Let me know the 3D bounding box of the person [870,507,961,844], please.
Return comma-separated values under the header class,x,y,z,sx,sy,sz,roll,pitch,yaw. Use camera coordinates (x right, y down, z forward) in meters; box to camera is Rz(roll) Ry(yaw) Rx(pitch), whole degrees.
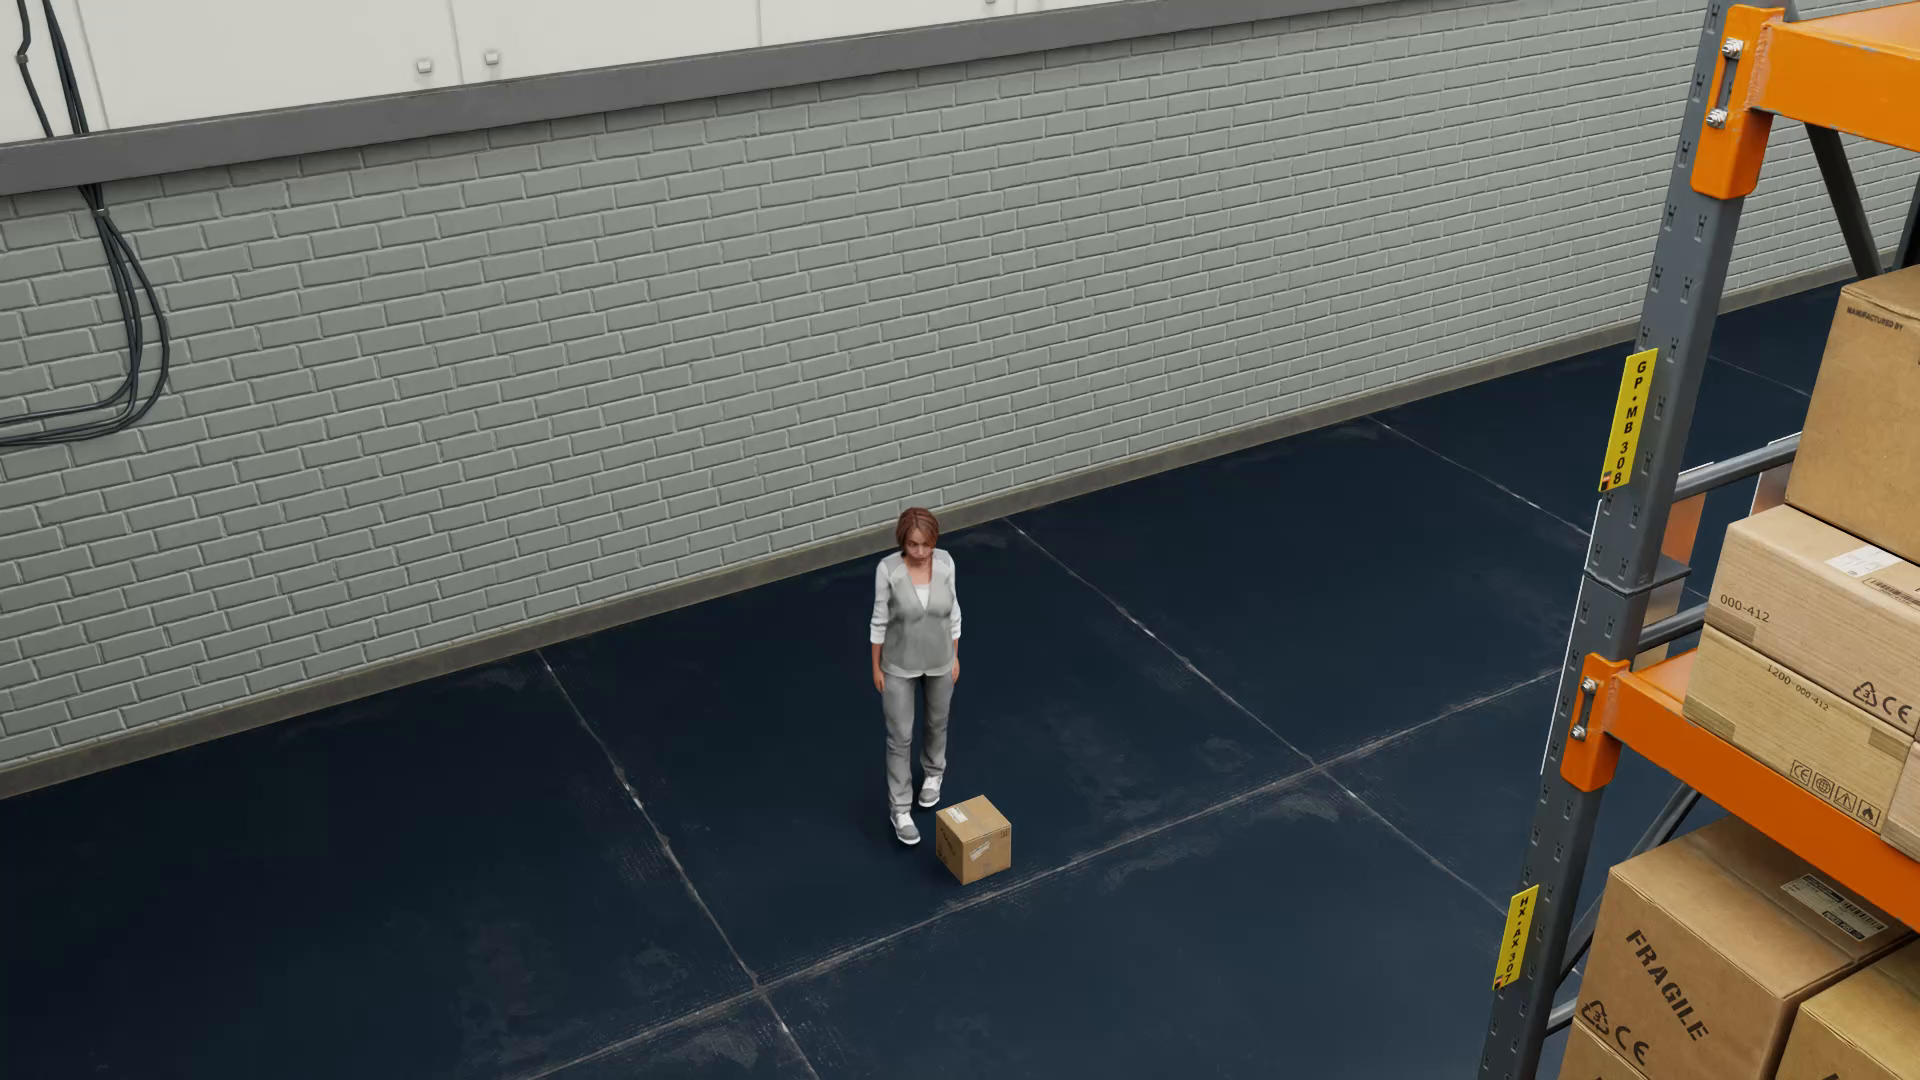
class,x,y,z,sx,sy,sz,roll,pitch,yaw
person,-0.178,0.588,7.506,0.426,1.596,0.526,-8,30,-14
